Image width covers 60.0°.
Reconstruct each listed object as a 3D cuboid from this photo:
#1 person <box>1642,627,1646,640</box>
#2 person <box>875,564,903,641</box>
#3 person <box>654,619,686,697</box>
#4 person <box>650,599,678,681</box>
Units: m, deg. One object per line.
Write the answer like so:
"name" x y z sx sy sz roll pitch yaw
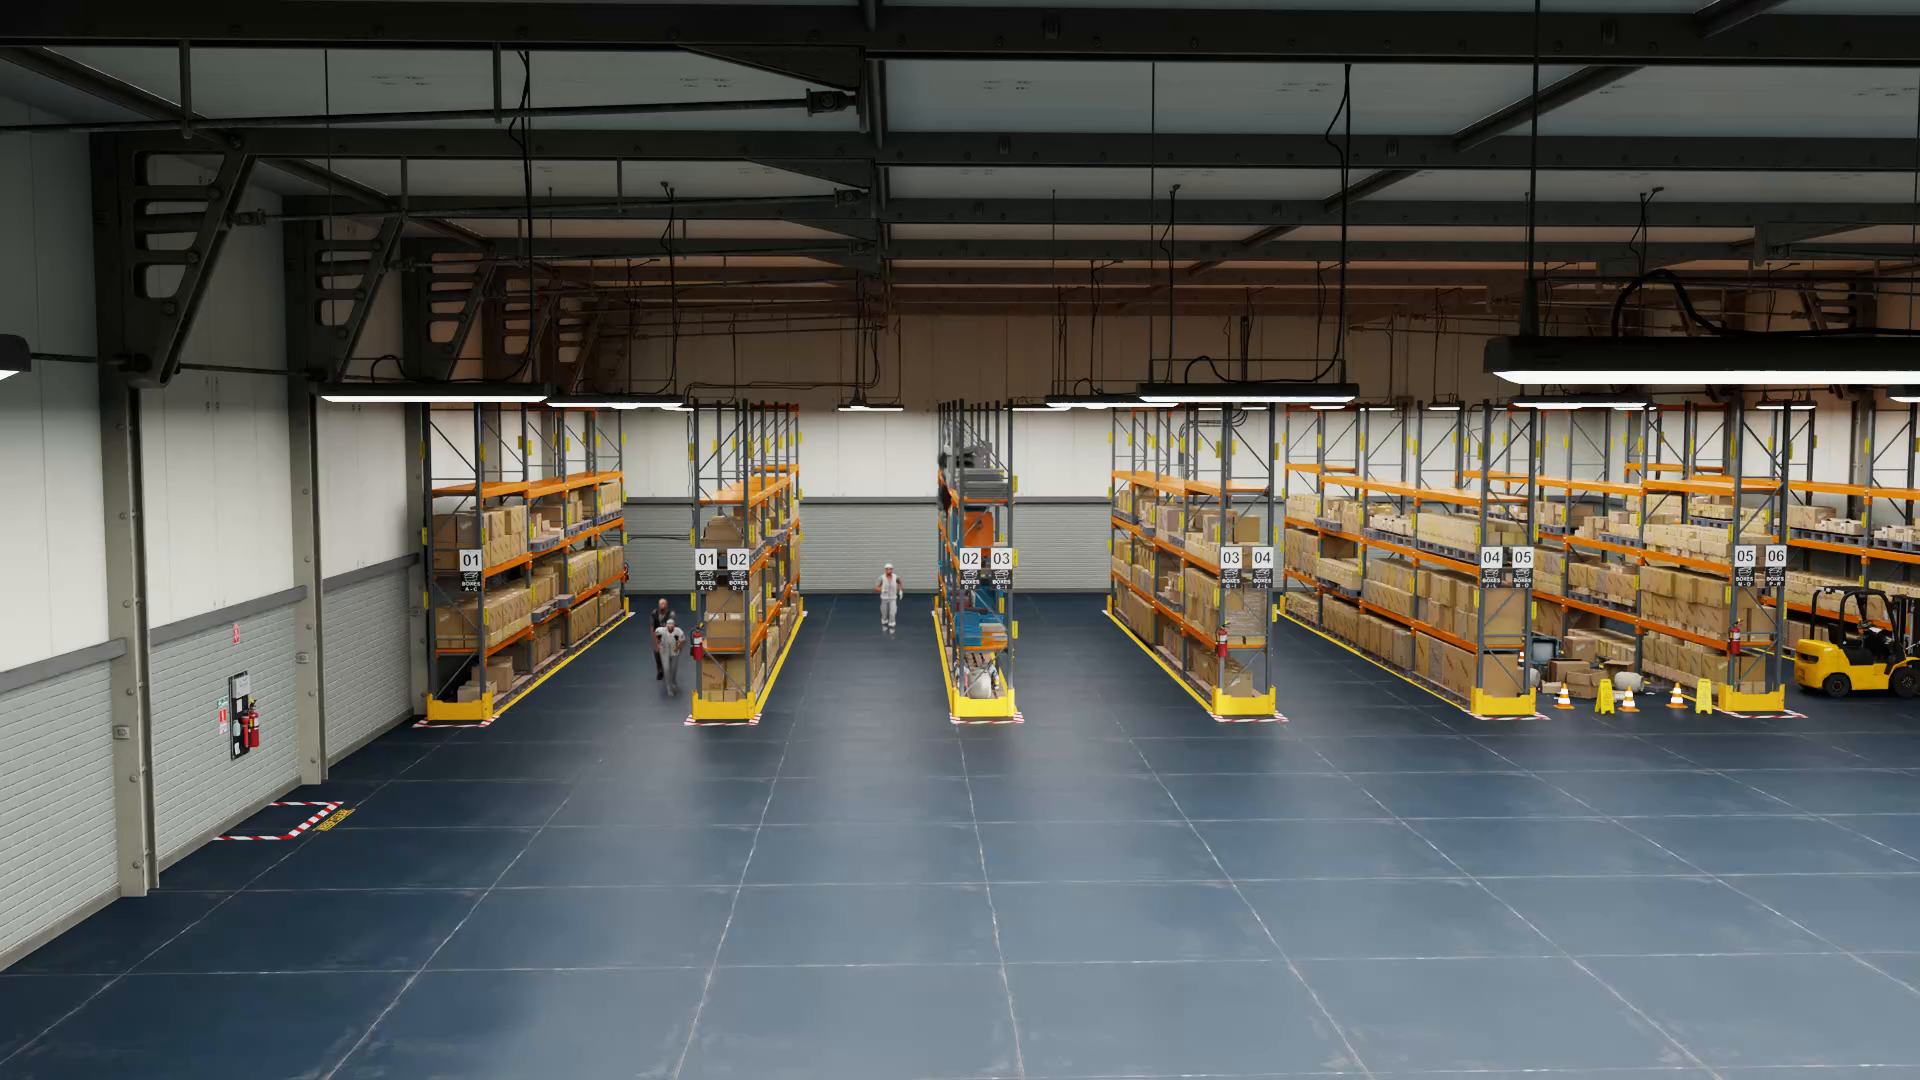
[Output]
"person" 17.199 1.664 41.656 0.671 1.783 0.877 0 4 -6
"person" -1.732 1.488 40.489 0.680 1.849 0.809 -1 4 -9
"person" -5.941 2.379 34.048 0.634 1.628 1.036 -1 4 -9
"person" -6.400 2.143 35.980 0.679 1.762 0.850 1 4 7
